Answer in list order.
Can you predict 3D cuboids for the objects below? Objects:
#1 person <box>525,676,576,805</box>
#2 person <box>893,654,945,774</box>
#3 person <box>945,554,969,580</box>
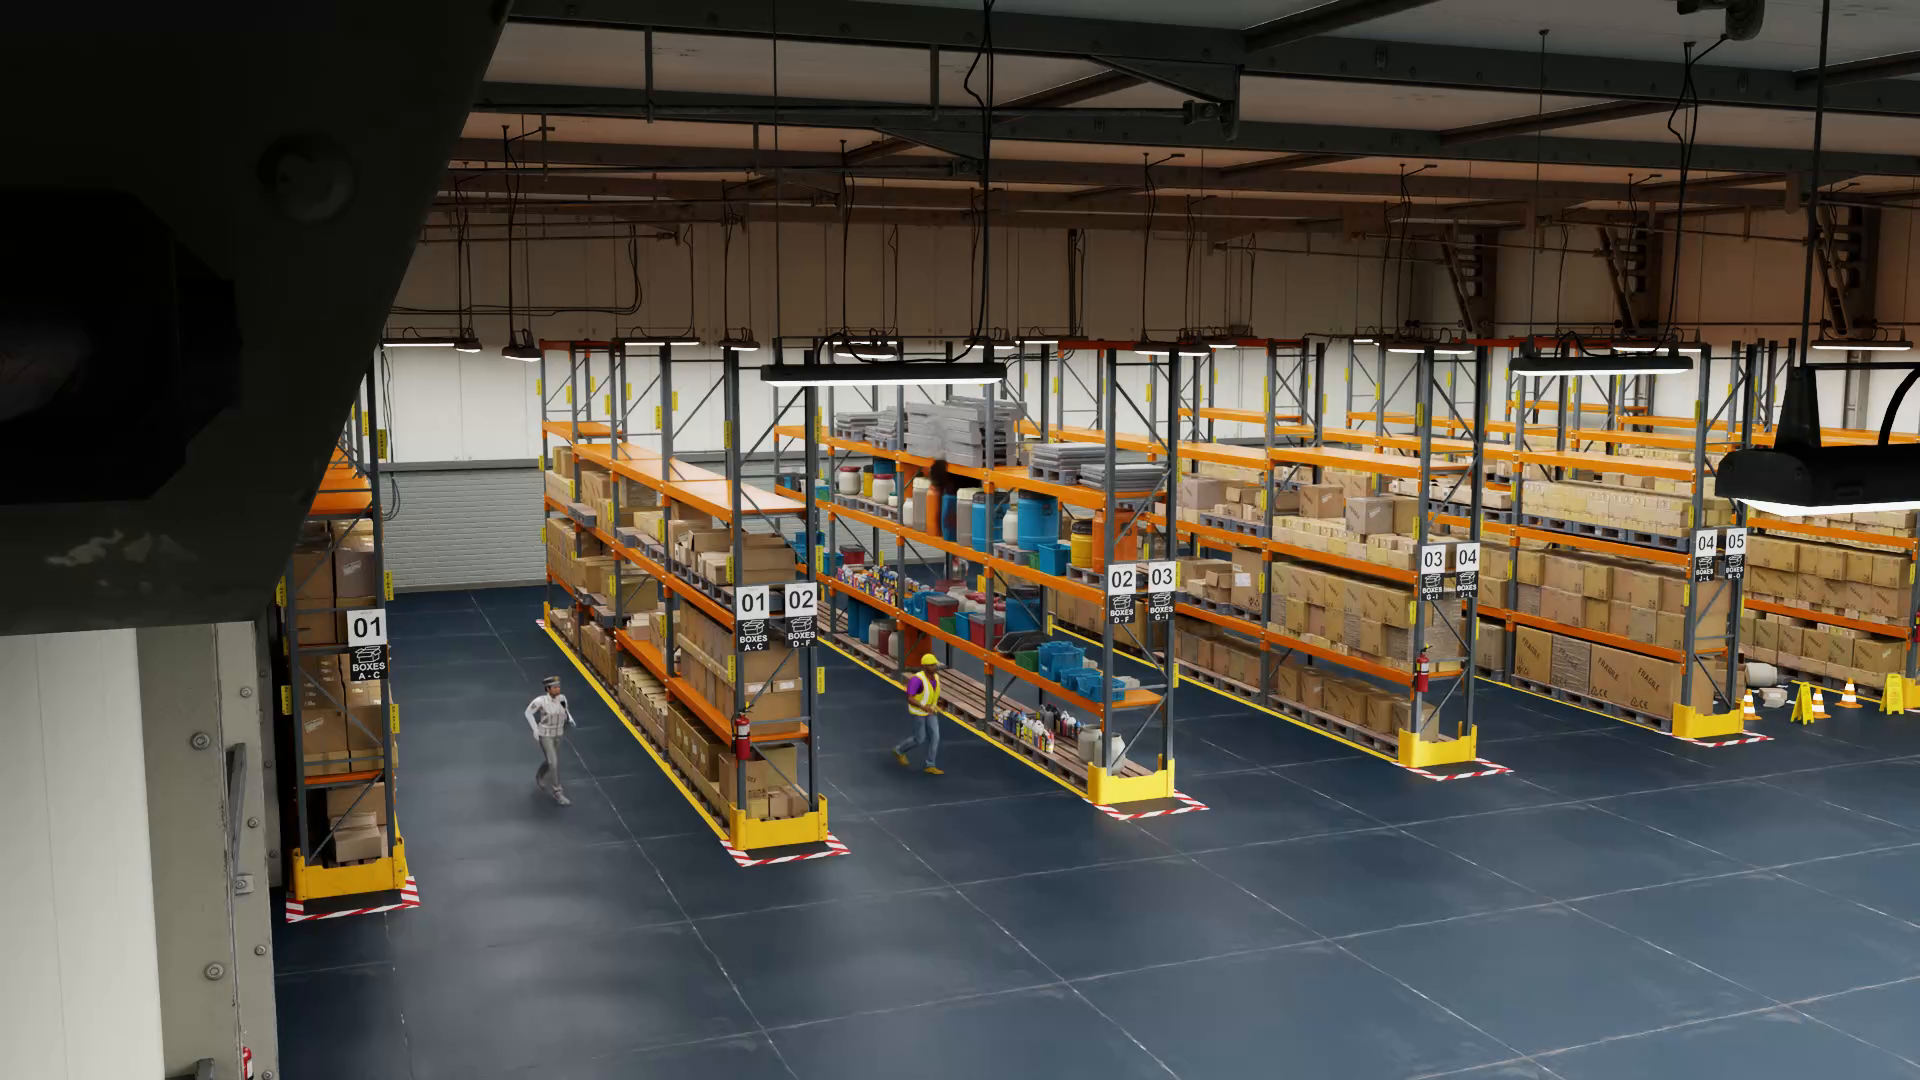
[{"bbox_3d":[-5.469,2.620,22.180,0.881,1.686,0.574,7,10,41],"label":"person"},{"bbox_3d":[-0.571,2.435,23.501,0.807,1.722,0.701,6,10,41],"label":"person"},{"bbox_3d":[-0.069,0.916,36.246,0.552,1.432,0.774,-1,8,-8],"label":"person"}]
